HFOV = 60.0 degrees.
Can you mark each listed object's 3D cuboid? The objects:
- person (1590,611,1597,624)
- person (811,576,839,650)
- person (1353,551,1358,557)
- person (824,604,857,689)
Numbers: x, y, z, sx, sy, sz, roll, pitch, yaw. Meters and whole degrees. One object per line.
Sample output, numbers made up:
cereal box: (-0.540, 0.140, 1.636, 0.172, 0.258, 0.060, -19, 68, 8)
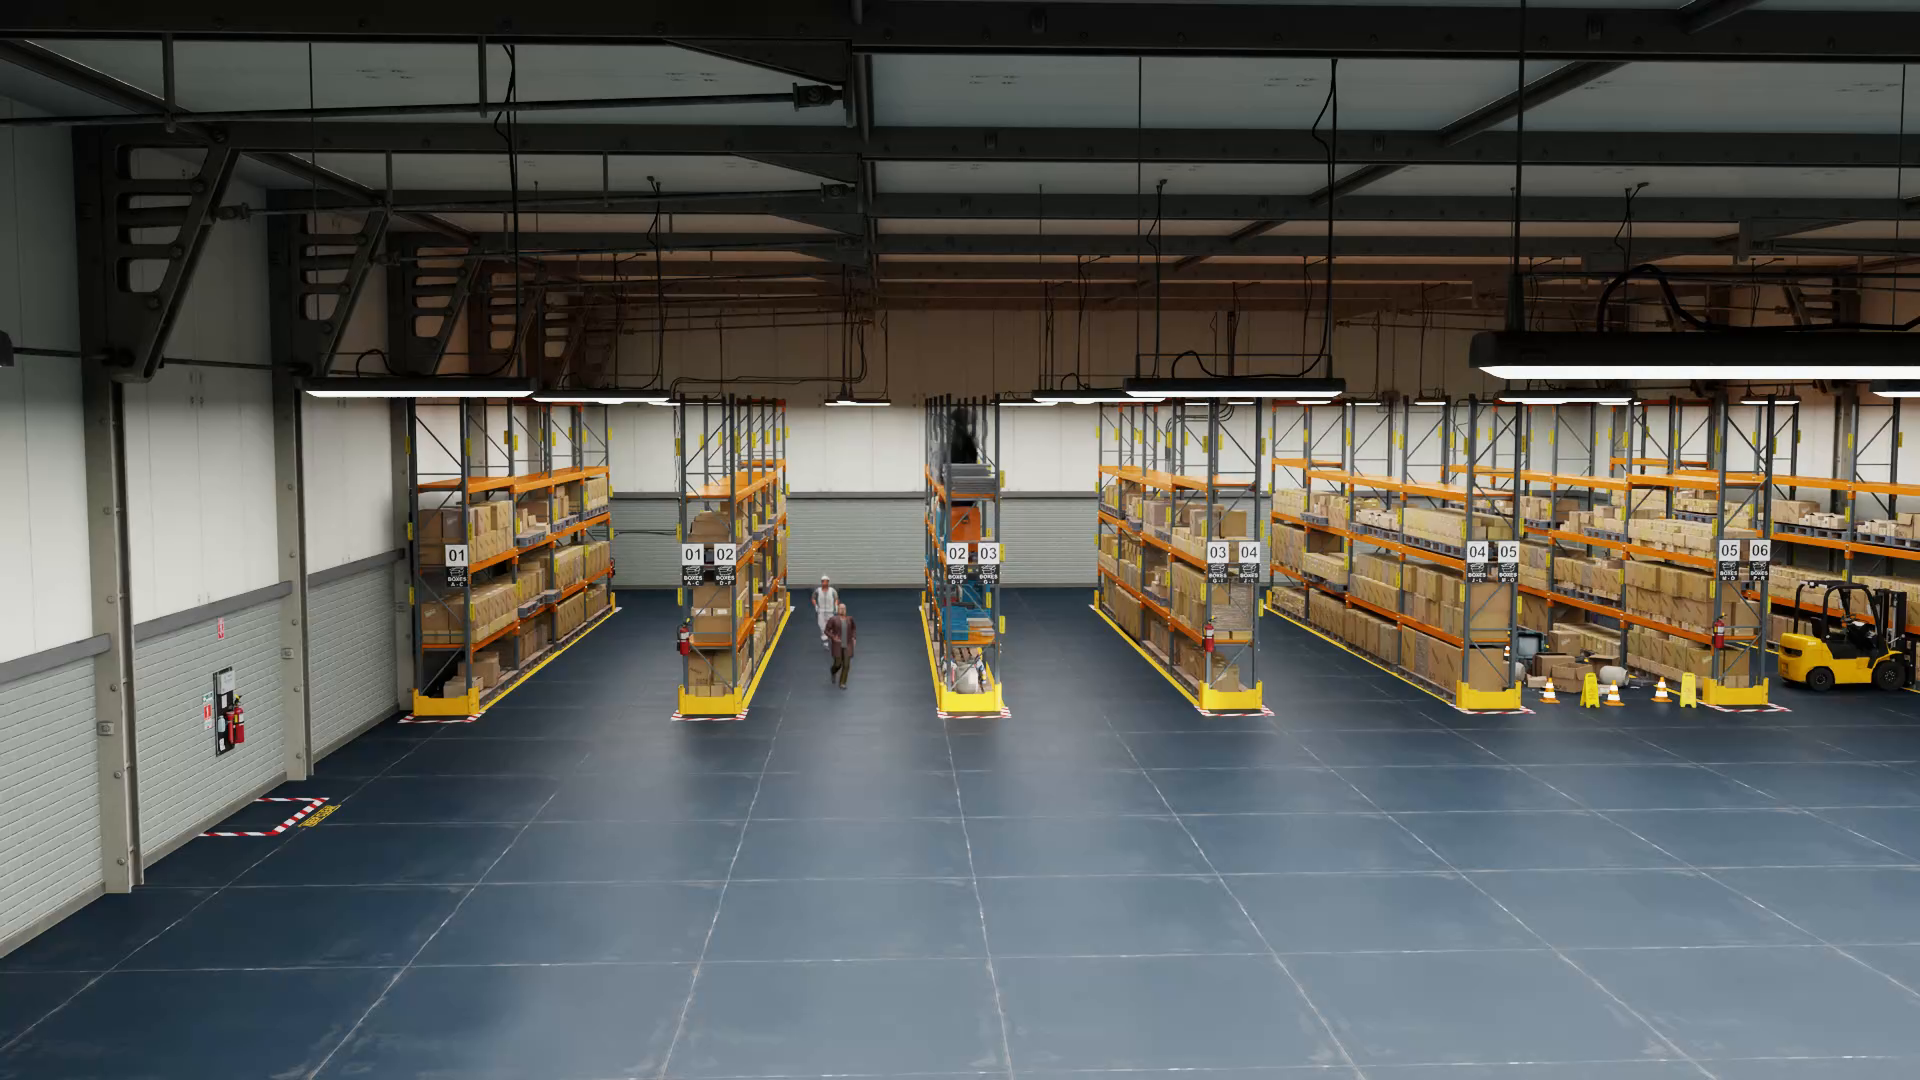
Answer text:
person: (16.779, 1.449, 44.290, 0.592, 1.559, 0.735, 0, 5, -4)
person: (-3.221, 1.726, 39.678, 0.655, 1.752, 0.690, 0, 5, -6)
person: (11.041, 1.190, 46.273, 0.682, 1.776, 0.892, -1, 5, -16)
person: (-2.428, 2.173, 34.023, 0.703, 1.733, 0.725, -2, 5, -21)
